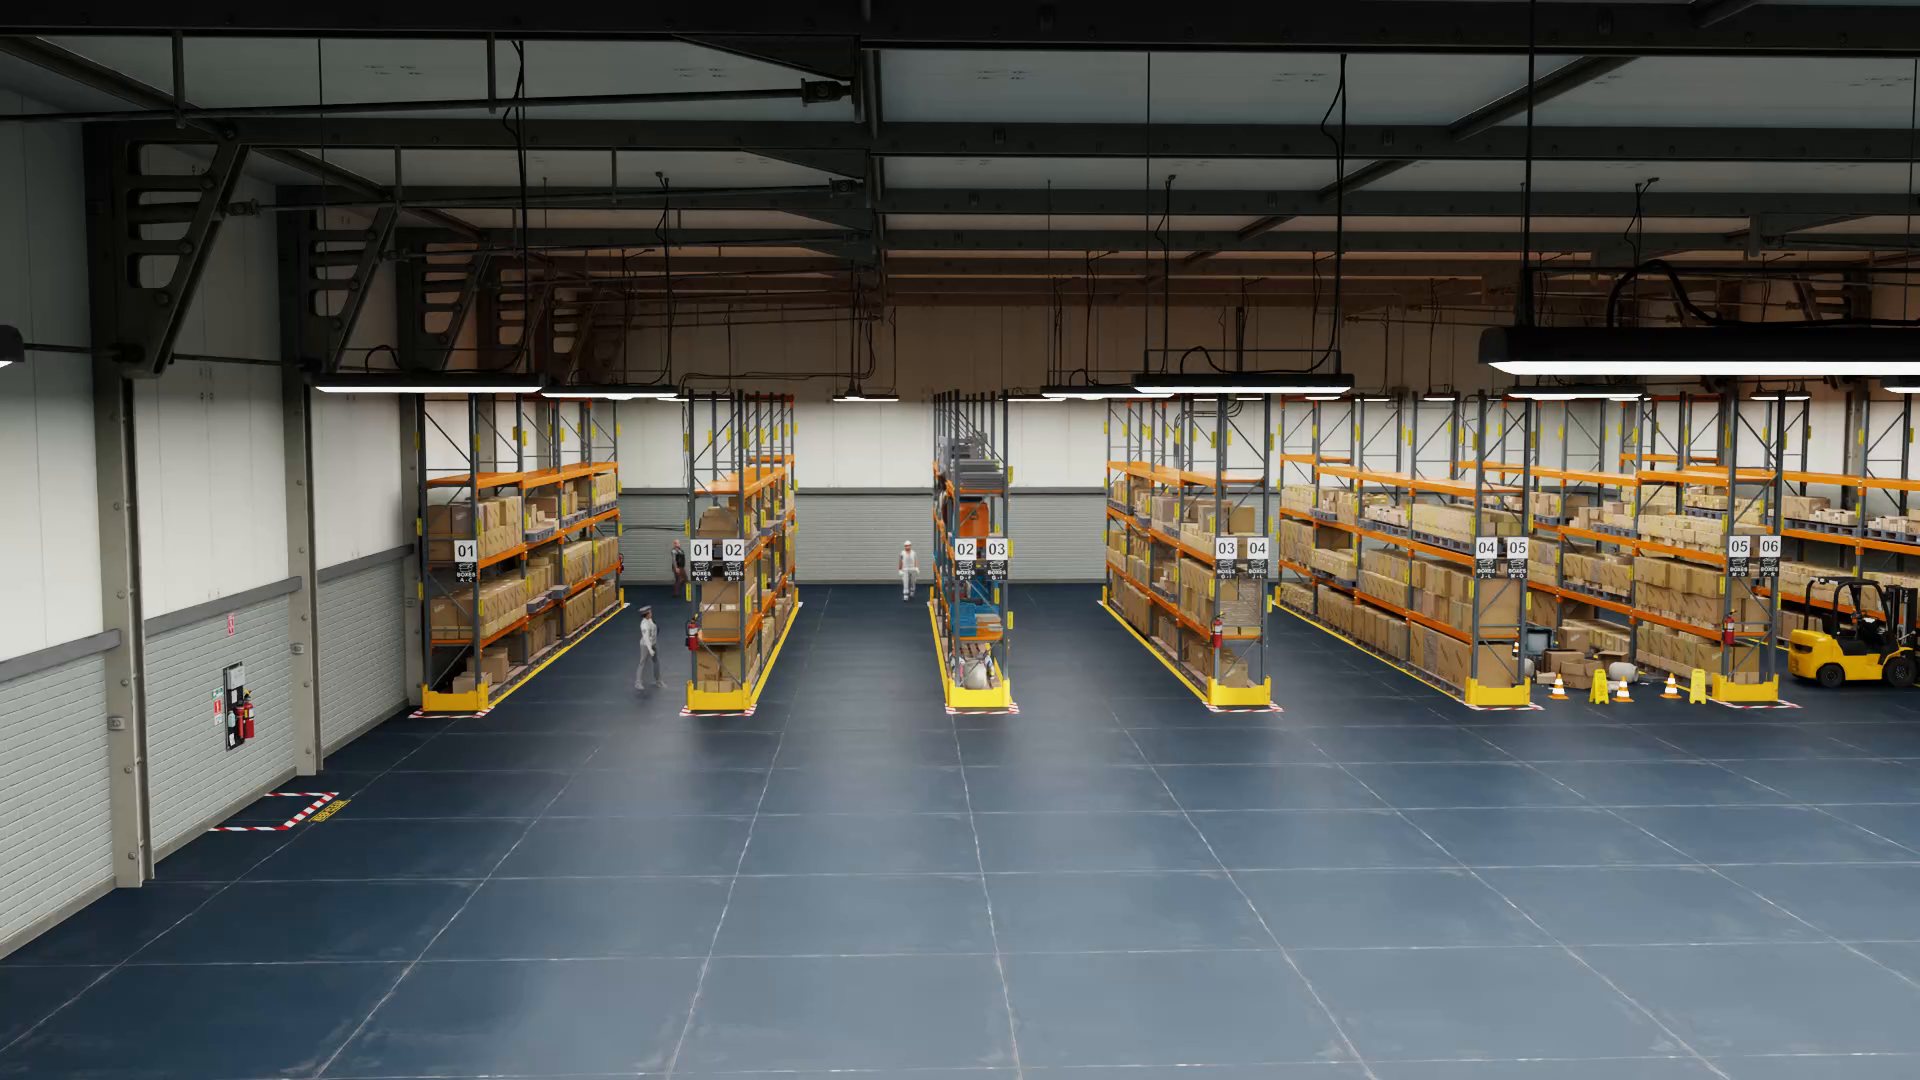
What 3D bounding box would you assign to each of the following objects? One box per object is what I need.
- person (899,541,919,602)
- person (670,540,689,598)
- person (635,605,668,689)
[{"bbox_3d":[-1.492,0.903,48.398,0.585,1.756,1.058,0,5,-5],"label":"person"},{"bbox_3d":[-8.281,0.940,49.099,0.481,1.534,0.552,0,5,6],"label":"person"},{"bbox_3d":[-6.252,2.164,33.540,0.514,1.716,0.609,2,5,18],"label":"person"}]
